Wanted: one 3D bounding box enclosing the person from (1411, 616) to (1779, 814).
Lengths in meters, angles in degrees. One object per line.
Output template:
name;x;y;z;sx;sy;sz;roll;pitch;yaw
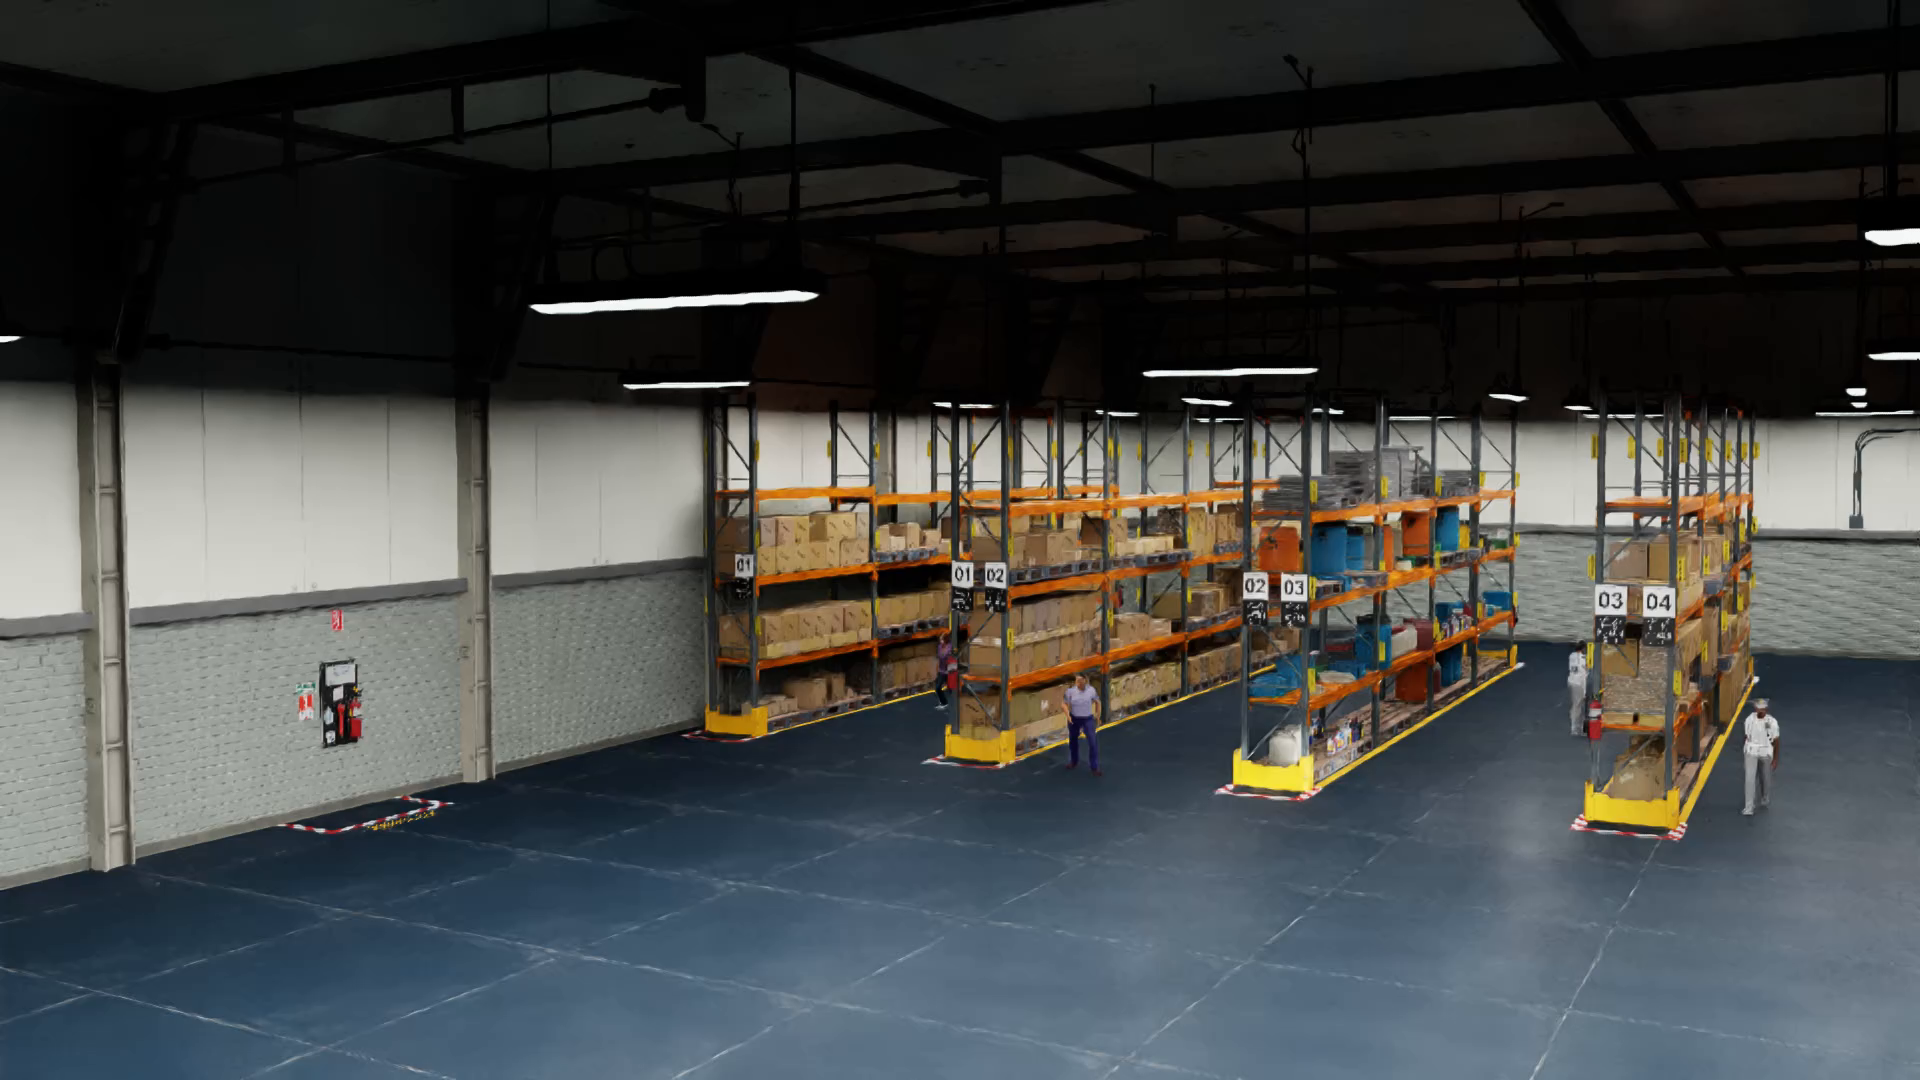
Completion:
person;10.061;2.655;28.077;6.727;1.625;9.459;2;3;26

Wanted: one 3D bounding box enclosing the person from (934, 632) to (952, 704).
person;-0.246;2.484;31.833;0.566;1.472;0.519;2;3;27

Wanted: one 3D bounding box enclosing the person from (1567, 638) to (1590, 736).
person;10.914;2.572;29.259;0.408;1.680;0.538;0;3;-3

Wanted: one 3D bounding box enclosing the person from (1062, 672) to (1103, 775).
person;1.917;2.809;25.810;0.660;1.580;0.811;1;3;10
